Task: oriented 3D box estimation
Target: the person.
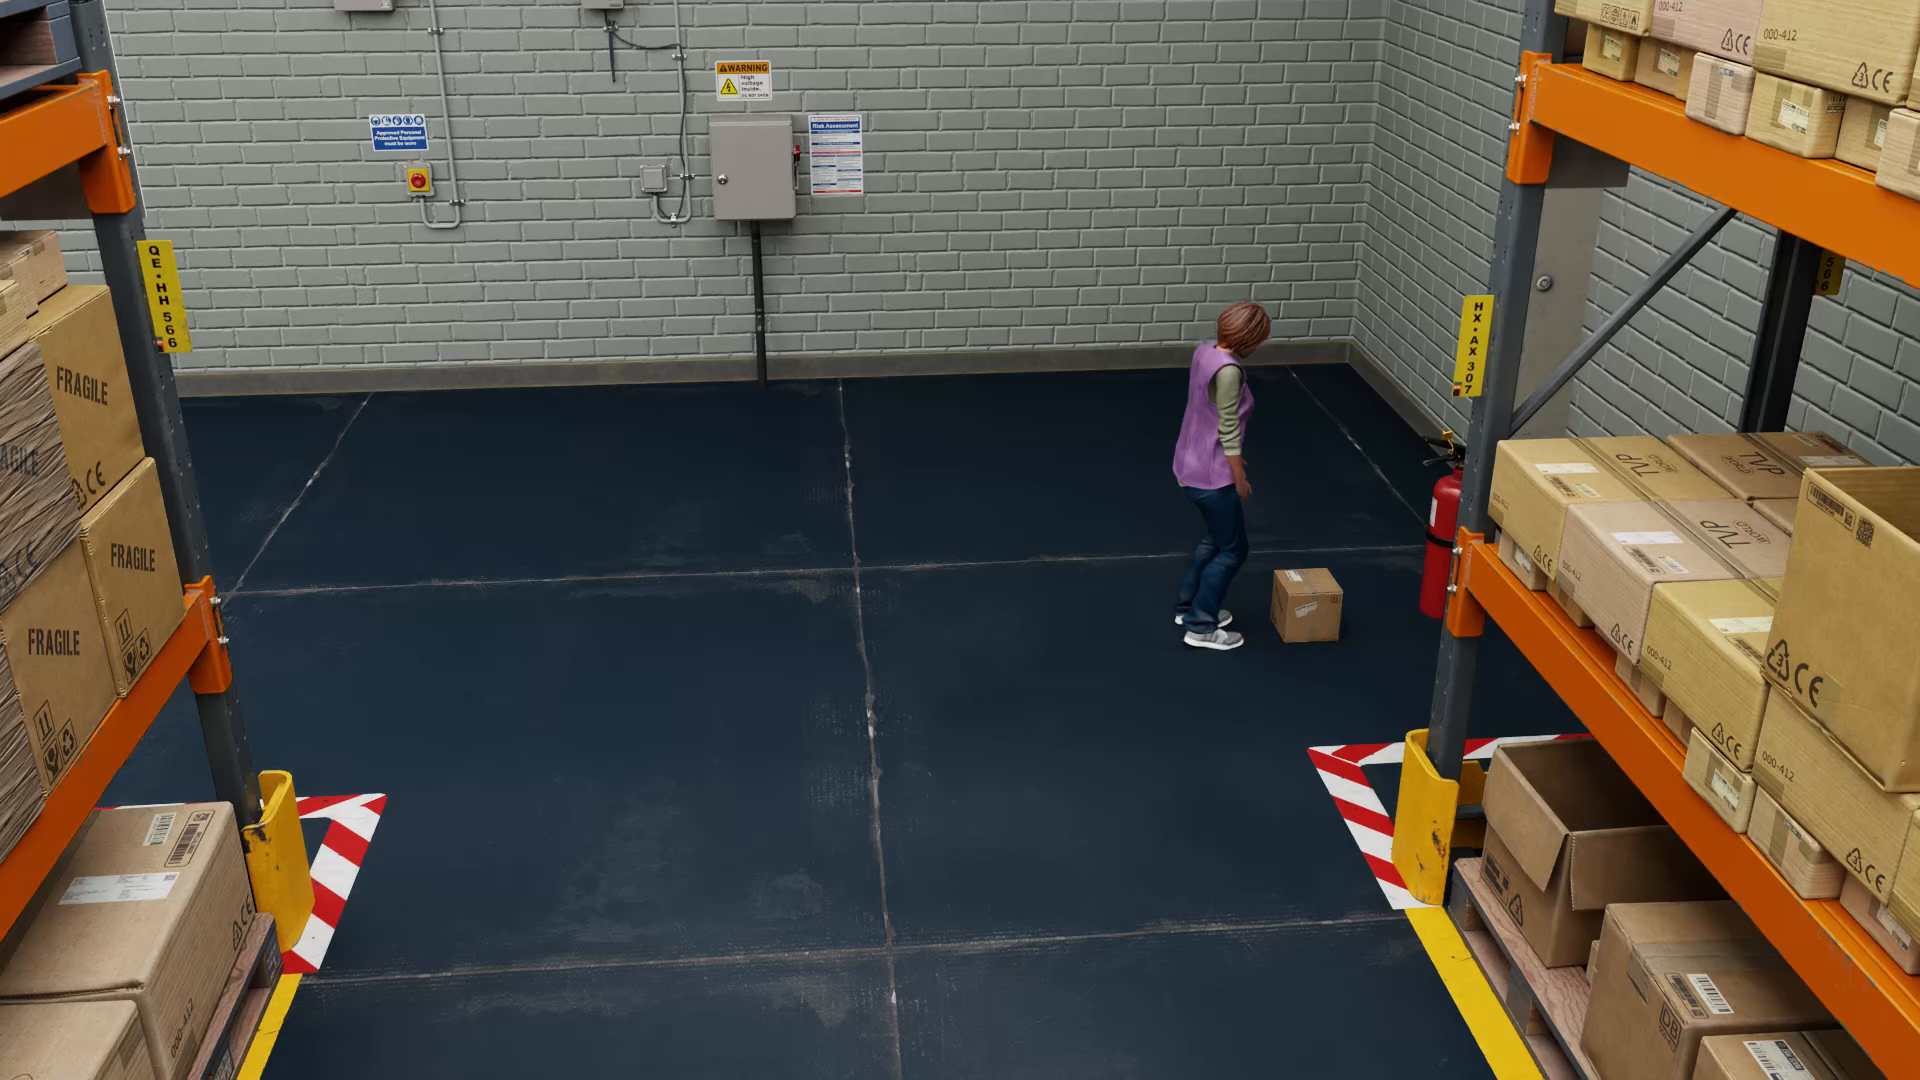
[{"bbox_3d":[1.126,-0.280,7.322,0.382,1.544,0.426,-2,24,-4],"label":"person"}]
